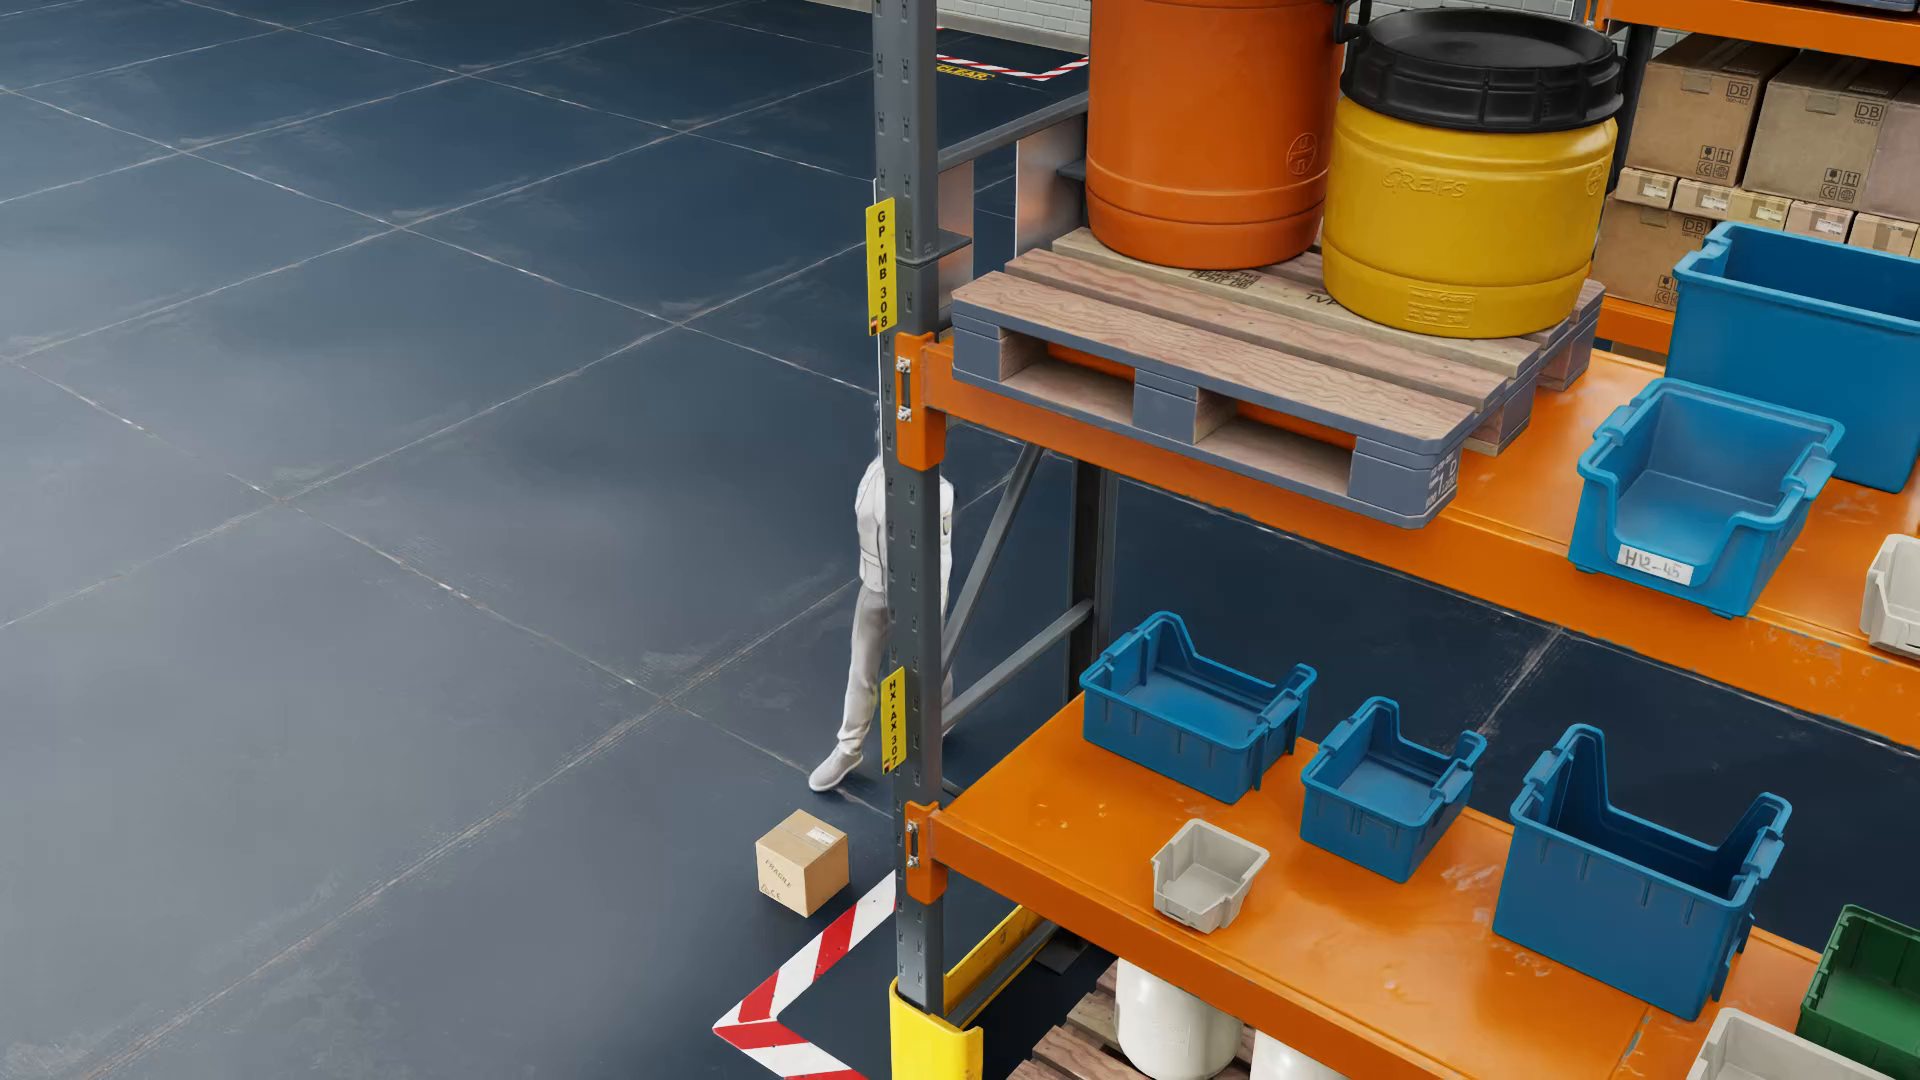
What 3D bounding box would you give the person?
[{"bbox_3d":[-0.297,0.255,6.663,0.499,1.681,0.722,21,37,30],"label":"person"}]
